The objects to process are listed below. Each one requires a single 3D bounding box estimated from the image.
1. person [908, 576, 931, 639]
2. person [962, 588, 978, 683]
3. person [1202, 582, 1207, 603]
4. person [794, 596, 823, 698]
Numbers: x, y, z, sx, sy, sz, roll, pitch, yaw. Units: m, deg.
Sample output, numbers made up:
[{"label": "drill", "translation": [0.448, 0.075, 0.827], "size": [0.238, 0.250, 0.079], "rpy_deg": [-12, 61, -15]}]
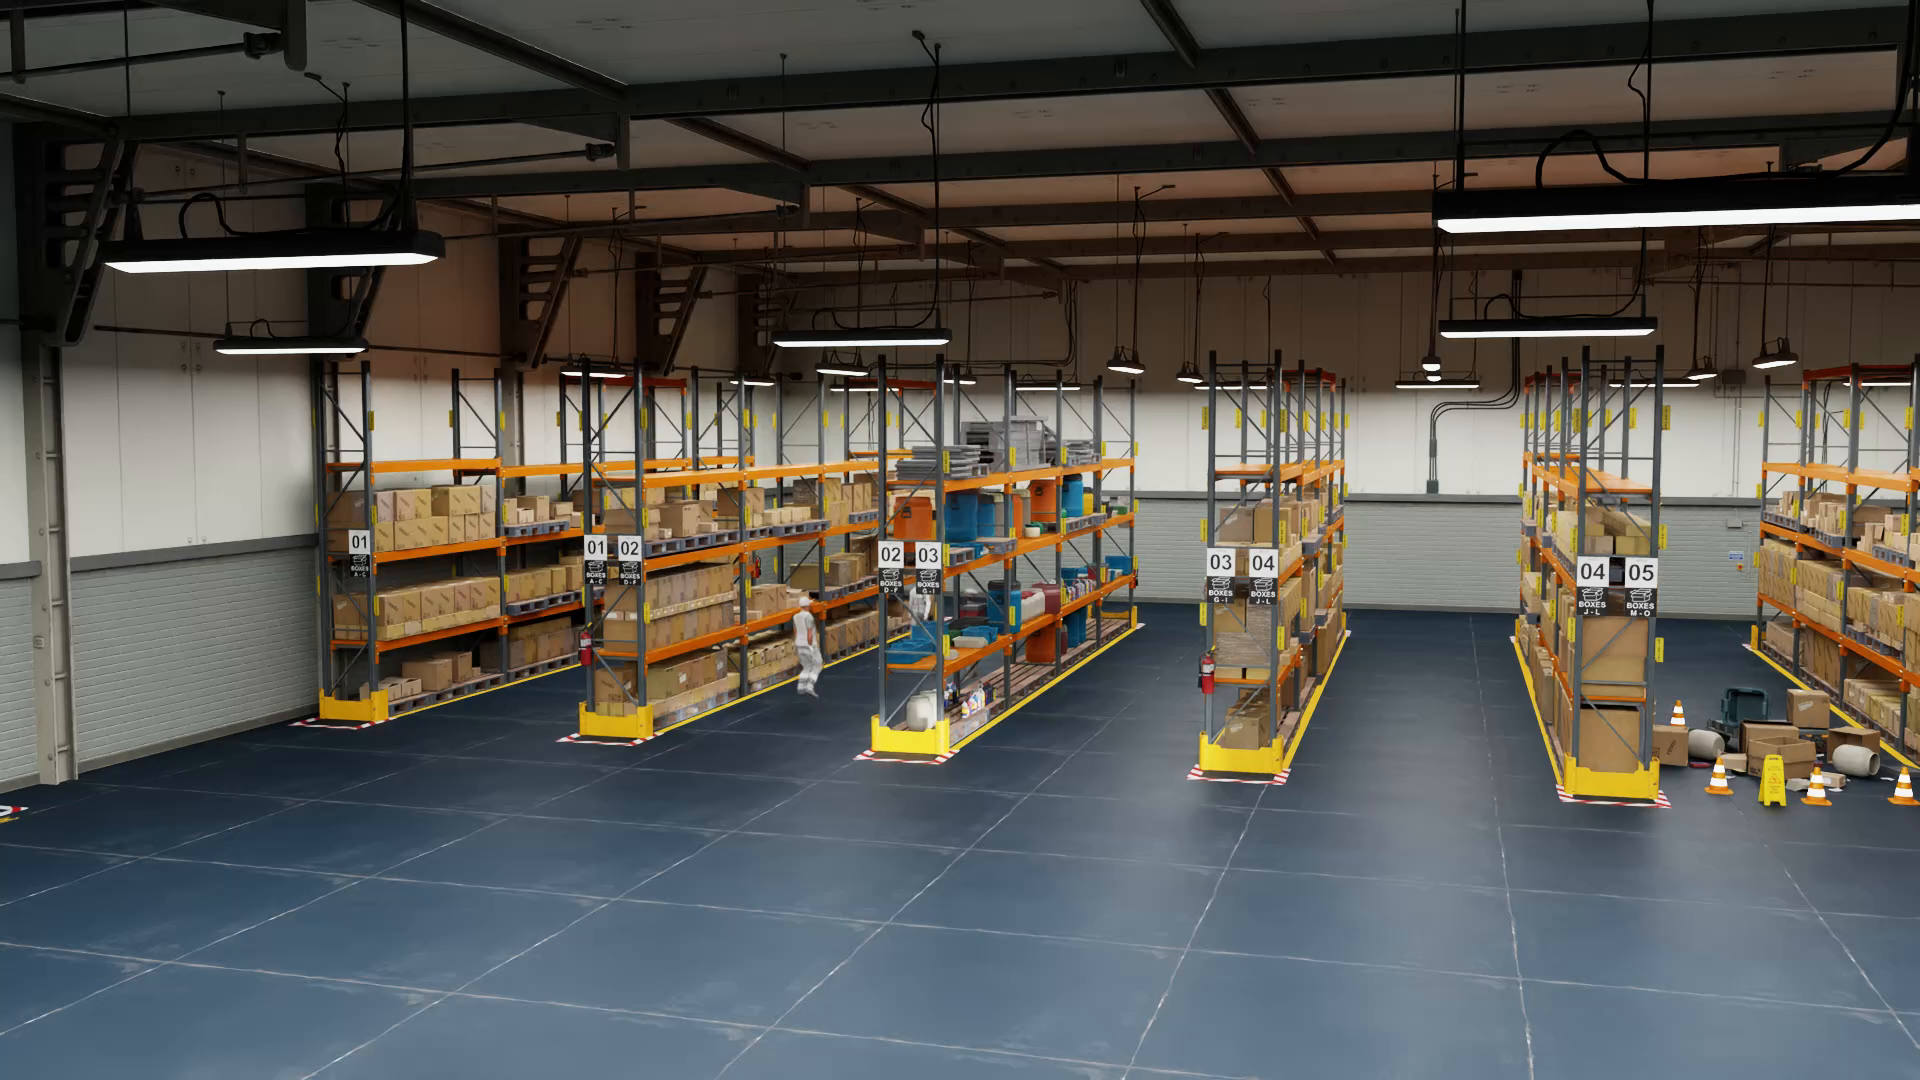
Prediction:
[{"label": "person", "translation": [-0.898, 1.579, 36.119], "size": [0.532, 1.621, 1.022], "rpy_deg": [1, 4, 8]}, {"label": "person", "translation": [0.207, 1.747, 30.459], "size": [0.492, 1.713, 0.397], "rpy_deg": [-3, 5, -36]}, {"label": "person", "translation": [5.899, 1.465, 37.881], "size": [0.745, 1.684, 0.658], "rpy_deg": [2, 4, 24]}, {"label": "person", "translation": [-2.691, 1.862, 28.853], "size": [0.546, 1.769, 0.474], "rpy_deg": [2, 5, 29]}]
